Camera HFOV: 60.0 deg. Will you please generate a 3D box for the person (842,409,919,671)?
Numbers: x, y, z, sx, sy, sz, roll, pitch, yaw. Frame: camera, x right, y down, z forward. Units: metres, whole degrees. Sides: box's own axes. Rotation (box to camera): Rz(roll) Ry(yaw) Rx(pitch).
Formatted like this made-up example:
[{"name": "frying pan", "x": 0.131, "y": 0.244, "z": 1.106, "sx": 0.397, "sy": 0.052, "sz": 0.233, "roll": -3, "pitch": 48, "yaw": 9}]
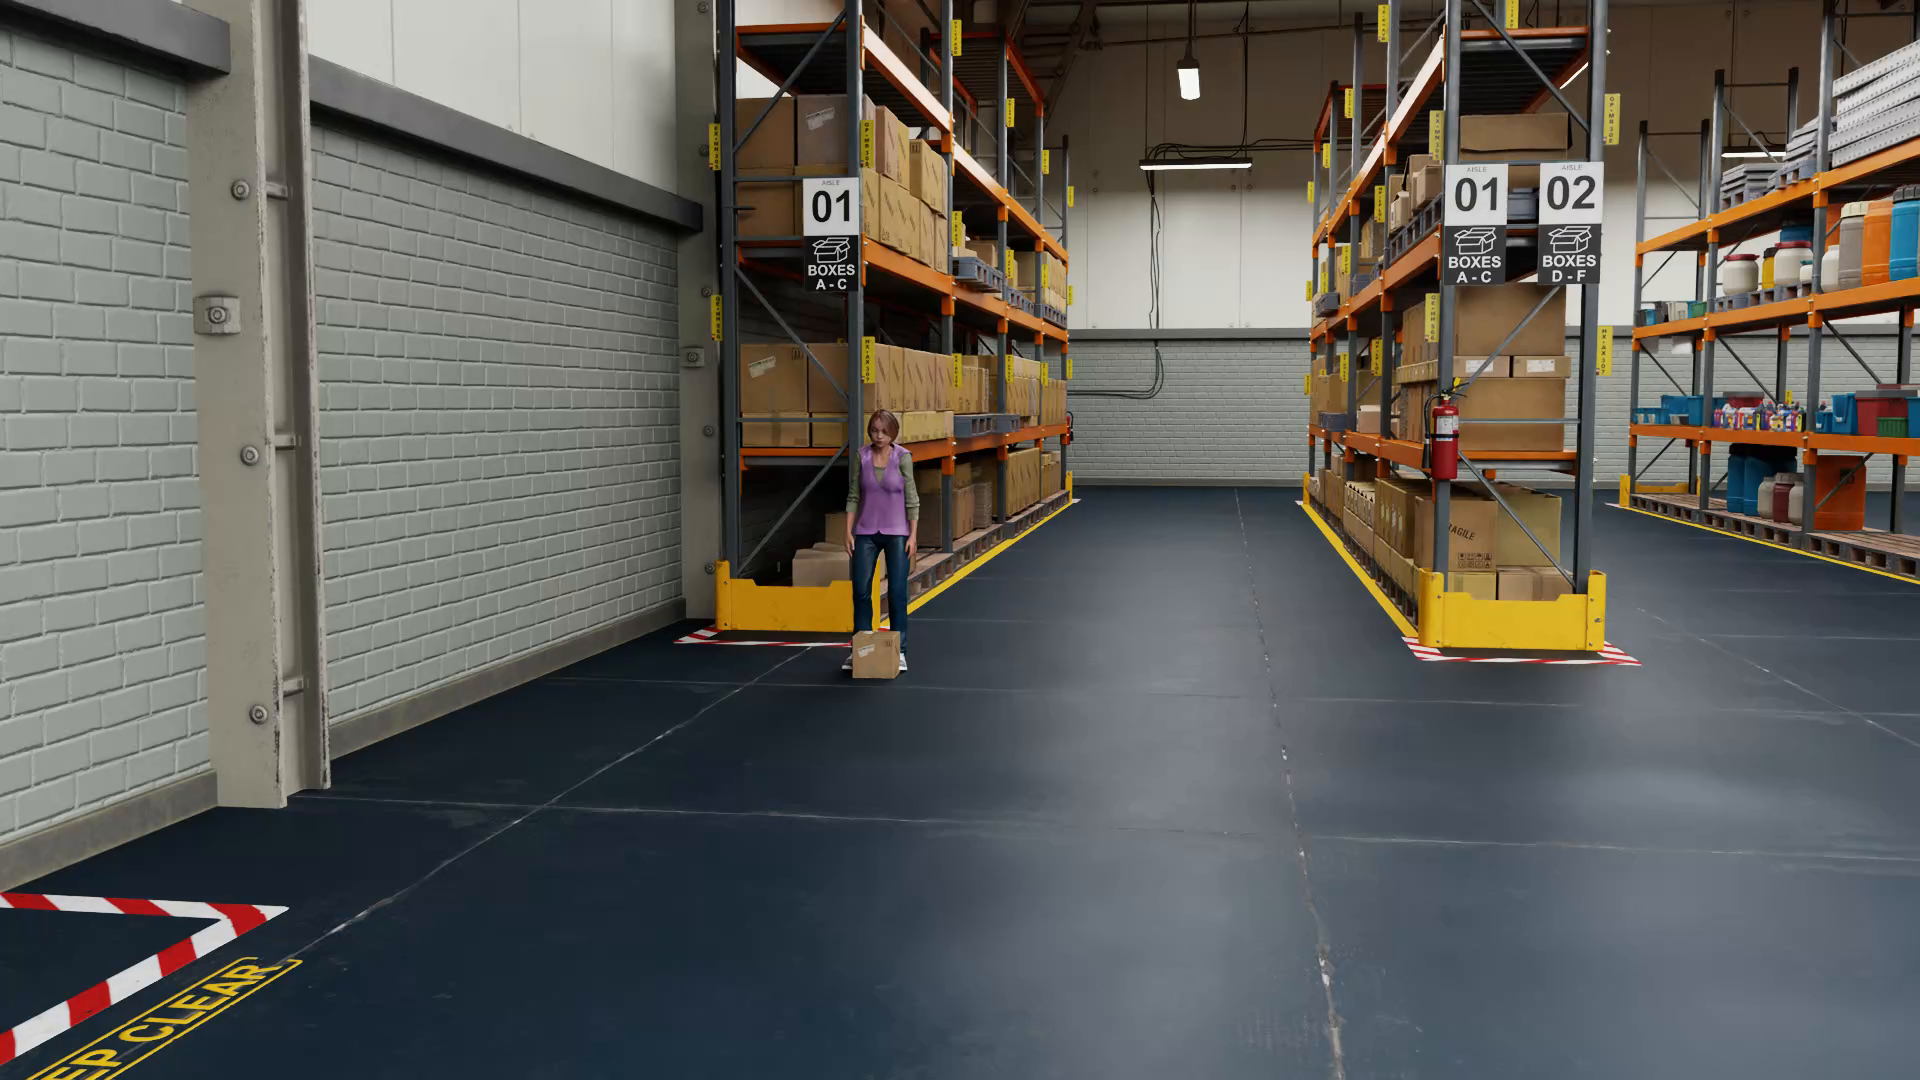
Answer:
[{"name": "person", "x": -0.477, "y": 0.018, "z": 10.158, "sx": 0.460, "sy": 1.552, "sz": 0.345, "roll": 1, "pitch": 5, "yaw": 7}]
